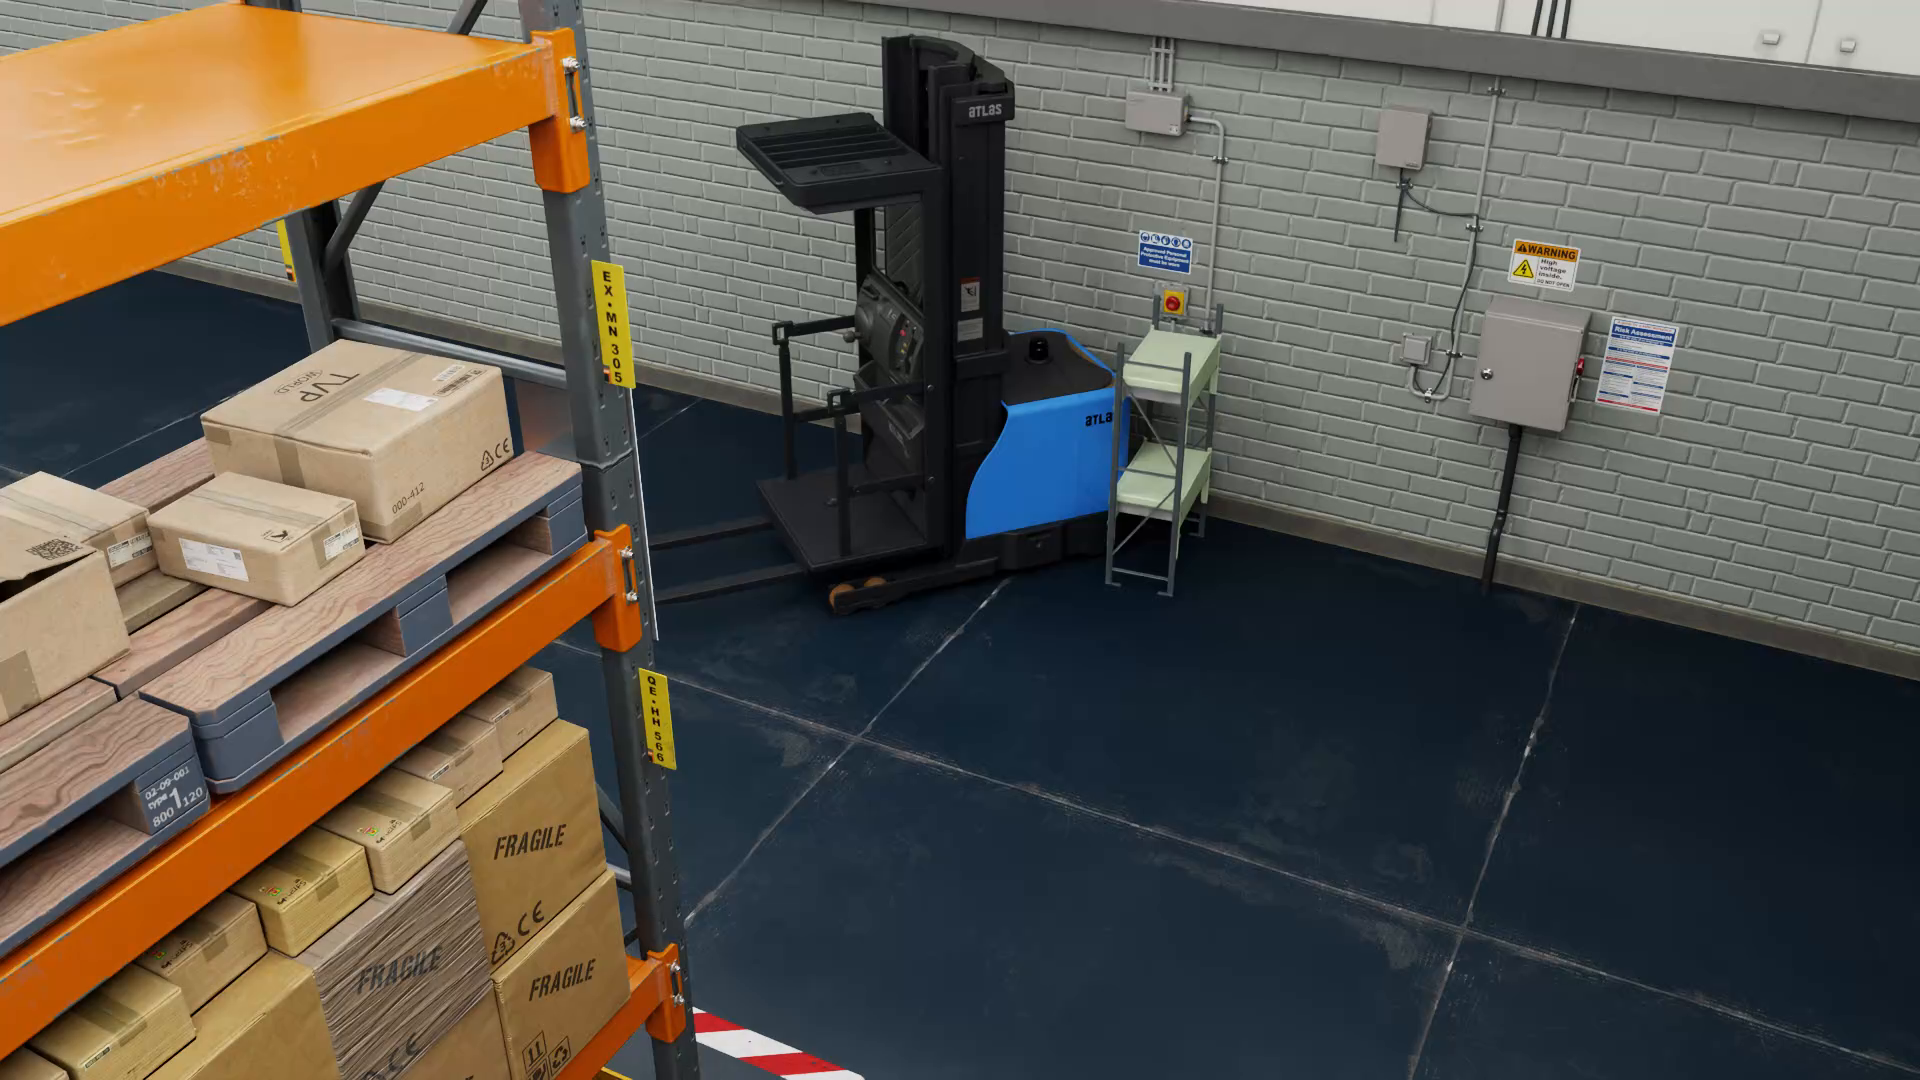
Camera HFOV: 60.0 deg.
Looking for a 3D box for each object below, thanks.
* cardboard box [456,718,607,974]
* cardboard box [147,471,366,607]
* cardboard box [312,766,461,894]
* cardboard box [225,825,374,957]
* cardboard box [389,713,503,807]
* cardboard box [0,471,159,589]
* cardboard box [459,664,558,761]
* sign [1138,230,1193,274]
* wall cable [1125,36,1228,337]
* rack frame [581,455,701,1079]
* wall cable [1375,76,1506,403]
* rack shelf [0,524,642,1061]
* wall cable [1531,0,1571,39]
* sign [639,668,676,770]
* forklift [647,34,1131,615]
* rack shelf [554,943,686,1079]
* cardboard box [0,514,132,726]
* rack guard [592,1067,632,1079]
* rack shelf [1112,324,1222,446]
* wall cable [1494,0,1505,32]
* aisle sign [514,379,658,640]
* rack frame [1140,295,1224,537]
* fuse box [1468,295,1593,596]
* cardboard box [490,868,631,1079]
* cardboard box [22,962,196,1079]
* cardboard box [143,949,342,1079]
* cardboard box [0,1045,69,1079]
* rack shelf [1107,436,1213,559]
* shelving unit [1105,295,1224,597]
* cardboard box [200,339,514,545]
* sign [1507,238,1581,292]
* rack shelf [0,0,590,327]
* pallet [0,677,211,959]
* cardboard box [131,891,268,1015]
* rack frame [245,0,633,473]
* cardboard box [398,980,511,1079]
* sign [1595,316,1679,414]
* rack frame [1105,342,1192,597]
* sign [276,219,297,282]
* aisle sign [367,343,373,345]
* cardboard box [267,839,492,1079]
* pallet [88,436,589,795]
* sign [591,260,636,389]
[{"bbox_3d":[-1.349,0.777,4.570,0.500,0.500,0.500,15,33,25],"label":"cardboard box"},{"bbox_3d":[-1.586,-0.007,3.758,0.380,0.149,0.250,12,32,19],"label":"cardboard box"},{"bbox_3d":[-1.463,0.684,4.081,0.380,0.149,0.250,14,33,23],"label":"cardboard box"},{"bbox_3d":[-1.614,0.787,3.902,0.380,0.149,0.250,15,33,24],"label":"cardboard box"},{"bbox_3d":[-1.420,0.551,4.313,0.380,0.149,0.250,15,33,24],"label":"cardboard box"},{"bbox_3d":[-2.041,0.000,3.747,0.380,0.149,0.250,16,33,25],"label":"cardboard box"},{"bbox_3d":[-1.326,0.433,4.519,0.380,0.149,0.250,15,33,24],"label":"cardboard box"},{"bbox_3d":[1.192,-1.674,9.671,0.327,0.218,0.001,14,33,23],"label":"sign"},{"bbox_3d":[1.207,-1.972,9.411,0.585,1.953,0.123,14,33,23],"label":"wall cable"},{"bbox_3d":[-1.341,0.987,5.310,1.000,3.000,0.127,14,33,23],"label":"rack frame"},{"bbox_3d":[2.475,-1.642,8.868,0.588,1.984,0.122,14,33,23],"label":"wall cable"},{"bbox_3d":[-2.252,0.885,3.198,1.077,0.370,4.000,14,33,23],"label":"rack shelf"},{"bbox_3d":[4.131,-3.396,6.881,2.988,3.039,0.133,14,33,23],"label":"wall cable"},{"bbox_3d":[-0.864,0.511,4.738,0.100,0.325,0.005,14,33,23],"label":"sign"},{"bbox_3d":[-0.577,-1.152,9.104,3.031,2.935,1.130,-12,32,-19],"label":"forklift"},{"bbox_3d":[-2.252,2.185,3.945,1.077,0.370,4.000,14,33,23],"label":"rack shelf"},{"bbox_3d":[-2.067,0.151,3.320,0.500,0.311,0.500,15,33,24],"label":"cardboard box"},{"bbox_3d":[-1.330,2.060,5.951,1.175,0.500,0.348,14,33,23],"label":"rack guard"},{"bbox_3d":[1.159,-0.874,9.273,0.431,0.370,0.720,11,32,18],"label":"rack shelf"},{"bbox_3d":[1.668,-4.029,8.019,2.355,3.000,0.029,14,33,23],"label":"wall cable"},{"bbox_3d":[-1.032,-0.102,4.596,0.394,0.787,0.004,14,33,23],"label":"aisle sign"},{"bbox_3d":[1.291,-0.706,9.764,0.400,1.500,0.023,11,32,18],"label":"rack frame"},{"bbox_3d":[3.011,-0.418,9.051,0.539,1.711,0.414,14,33,23],"label":"fuse box"},{"bbox_3d":[-1.325,1.217,4.808,0.500,0.500,0.500,14,33,24],"label":"cardboard box"},{"bbox_3d":[-1.859,1.011,3.512,0.380,0.149,0.250,15,33,24],"label":"cardboard box"},{"bbox_3d":[-1.789,1.234,3.774,0.500,0.500,0.500,14,33,23],"label":"cardboard box"},{"bbox_3d":[-1.995,1.123,3.317,0.380,0.149,0.250,15,33,25],"label":"cardboard box"},{"bbox_3d":[1.159,-0.253,9.630,0.431,0.370,0.720,11,32,18],"label":"rack shelf"},{"bbox_3d":[1.159,-0.536,9.468,0.431,1.500,0.755,11,32,18],"label":"shelving unit"},{"bbox_3d":[-1.466,-0.255,4.088,0.500,0.250,0.500,11,32,19],"label":"cardboard box"},{"bbox_3d":[3.056,-1.440,8.706,0.339,0.242,0.001,14,33,23],"label":"sign"},{"bbox_3d":[-2.252,-0.243,2.551,1.077,0.370,4.000,14,33,23],"label":"rack shelf"},{"bbox_3d":[-2.224,0.598,3.063,1.003,0.211,1.213,14,33,23],"label":"pallet"},{"bbox_3d":[-1.797,0.887,3.729,0.380,0.149,0.250,14,33,23],"label":"cardboard box"},{"bbox_3d":[-1.341,-1.615,3.816,1.000,3.000,0.127,14,33,23],"label":"rack frame"},{"bbox_3d":[-1.567,1.436,4.427,0.500,0.500,0.500,14,33,22],"label":"cardboard box"},{"bbox_3d":[3.545,-0.916,8.718,0.329,0.494,0.001,14,33,23],"label":"sign"},{"bbox_3d":[1.028,-0.366,9.171,0.400,1.500,0.023,11,32,18],"label":"rack frame"},{"bbox_3d":[-1.832,-0.856,4.550,0.100,0.325,0.005,14,33,23],"label":"sign"},{"bbox_3d":[-1.566,-0.238,4.833,0.394,0.787,0.004,14,33,23],"label":"aisle sign"},{"bbox_3d":[-1.561,1.016,4.155,0.500,0.500,0.500,14,33,23],"label":"cardboard box"},{"bbox_3d":[-1.670,0.056,4.008,1.003,0.211,1.213,14,33,23],"label":"pallet"},{"bbox_3d":[-0.864,-0.534,4.137,0.100,0.325,0.005,14,33,23],"label":"sign"}]
